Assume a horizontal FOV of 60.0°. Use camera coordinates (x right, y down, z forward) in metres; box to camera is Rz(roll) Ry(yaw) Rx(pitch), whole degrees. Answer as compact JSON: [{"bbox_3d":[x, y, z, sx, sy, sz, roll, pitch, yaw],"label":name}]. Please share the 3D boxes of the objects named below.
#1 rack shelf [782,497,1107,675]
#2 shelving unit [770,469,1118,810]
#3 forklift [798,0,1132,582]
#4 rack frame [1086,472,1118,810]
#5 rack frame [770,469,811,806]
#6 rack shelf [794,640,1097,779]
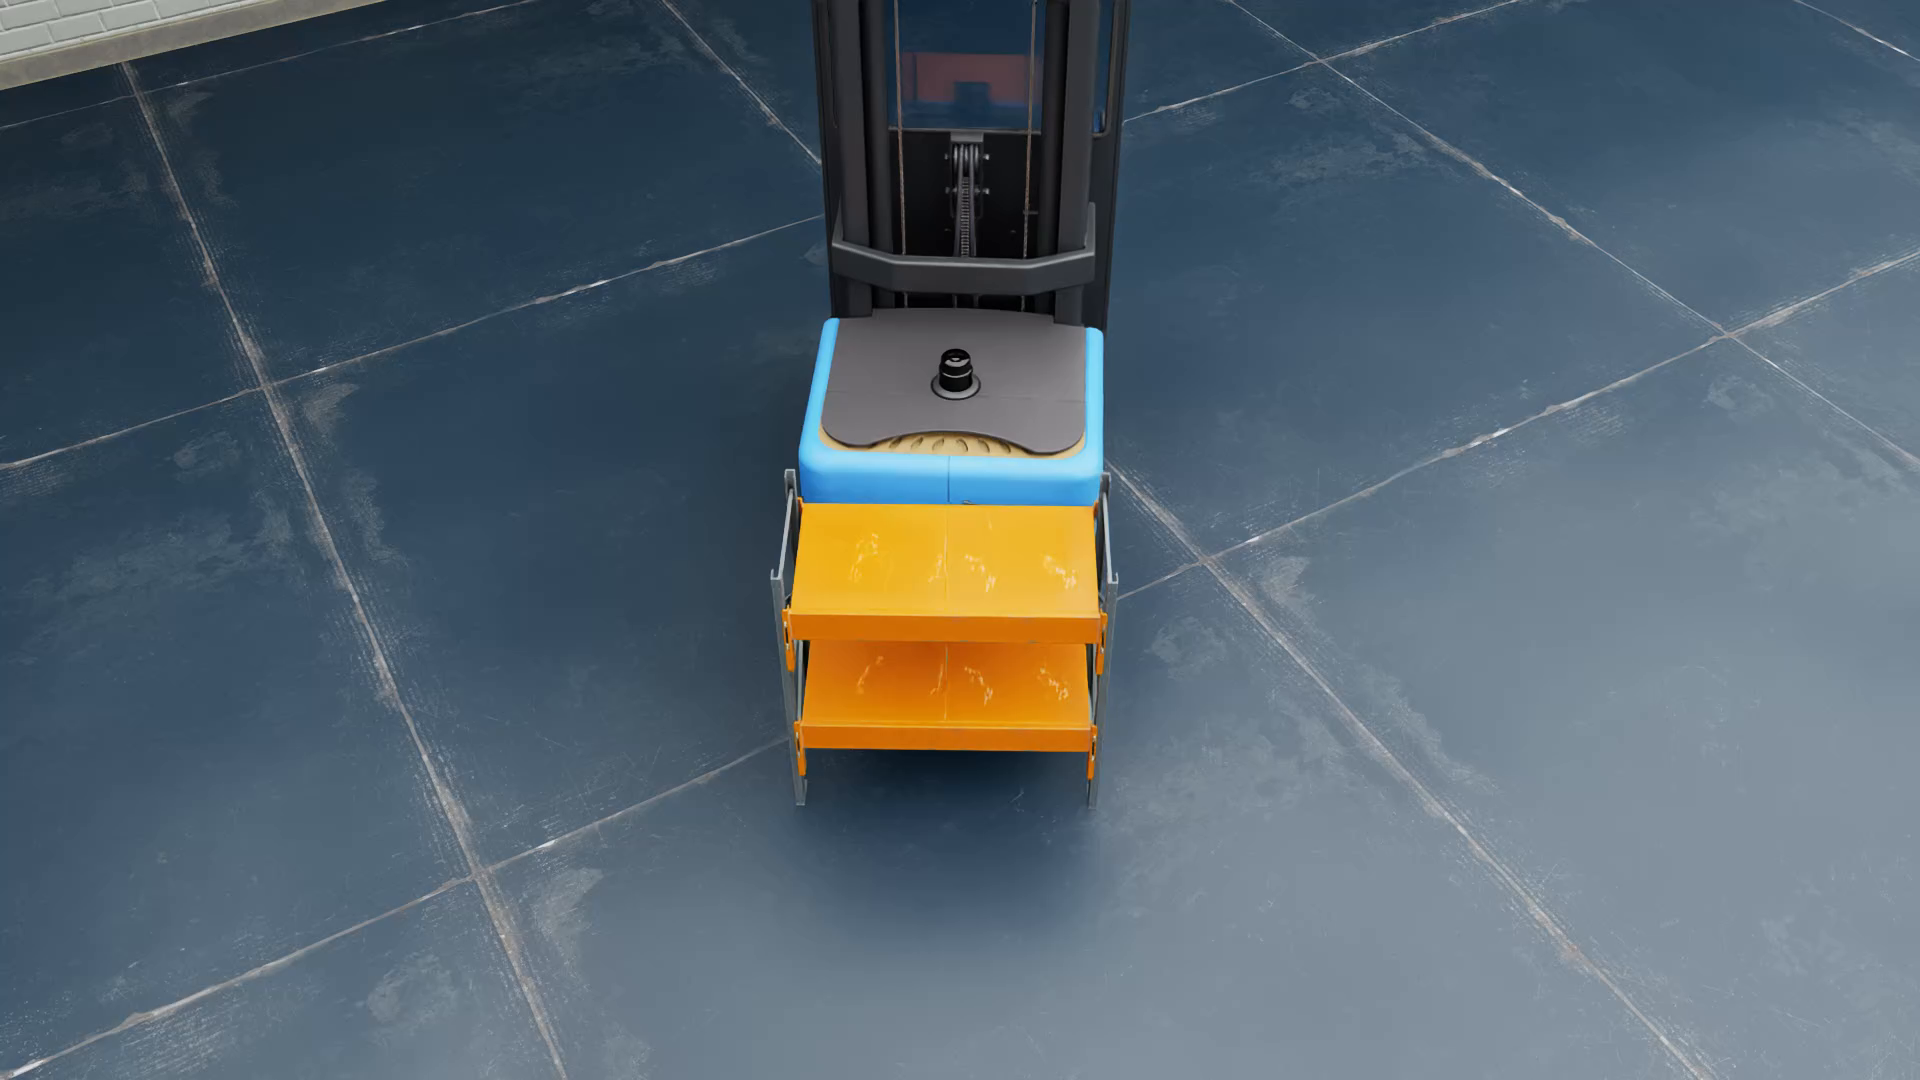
[{"bbox_3d":[-0.044,0.144,5.374,1.000,0.278,0.538,1,44,1],"label":"rack shelf"},{"bbox_3d":[-0.044,0.354,5.577,1.048,1.125,0.538,1,44,1],"label":"shelving unit"},{"bbox_3d":[0.053,-1.566,6.259,1.130,2.935,3.031,2,44,2],"label":"forklift"},{"bbox_3d":[0.464,0.360,5.571,0.032,1.125,0.500,1,44,1],"label":"rack frame"},{"bbox_3d":[-0.552,0.348,5.583,0.032,1.125,0.500,1,44,1],"label":"rack frame"},{"bbox_3d":[-0.044,0.530,5.748,1.000,0.278,0.538,1,44,1],"label":"rack shelf"}]
